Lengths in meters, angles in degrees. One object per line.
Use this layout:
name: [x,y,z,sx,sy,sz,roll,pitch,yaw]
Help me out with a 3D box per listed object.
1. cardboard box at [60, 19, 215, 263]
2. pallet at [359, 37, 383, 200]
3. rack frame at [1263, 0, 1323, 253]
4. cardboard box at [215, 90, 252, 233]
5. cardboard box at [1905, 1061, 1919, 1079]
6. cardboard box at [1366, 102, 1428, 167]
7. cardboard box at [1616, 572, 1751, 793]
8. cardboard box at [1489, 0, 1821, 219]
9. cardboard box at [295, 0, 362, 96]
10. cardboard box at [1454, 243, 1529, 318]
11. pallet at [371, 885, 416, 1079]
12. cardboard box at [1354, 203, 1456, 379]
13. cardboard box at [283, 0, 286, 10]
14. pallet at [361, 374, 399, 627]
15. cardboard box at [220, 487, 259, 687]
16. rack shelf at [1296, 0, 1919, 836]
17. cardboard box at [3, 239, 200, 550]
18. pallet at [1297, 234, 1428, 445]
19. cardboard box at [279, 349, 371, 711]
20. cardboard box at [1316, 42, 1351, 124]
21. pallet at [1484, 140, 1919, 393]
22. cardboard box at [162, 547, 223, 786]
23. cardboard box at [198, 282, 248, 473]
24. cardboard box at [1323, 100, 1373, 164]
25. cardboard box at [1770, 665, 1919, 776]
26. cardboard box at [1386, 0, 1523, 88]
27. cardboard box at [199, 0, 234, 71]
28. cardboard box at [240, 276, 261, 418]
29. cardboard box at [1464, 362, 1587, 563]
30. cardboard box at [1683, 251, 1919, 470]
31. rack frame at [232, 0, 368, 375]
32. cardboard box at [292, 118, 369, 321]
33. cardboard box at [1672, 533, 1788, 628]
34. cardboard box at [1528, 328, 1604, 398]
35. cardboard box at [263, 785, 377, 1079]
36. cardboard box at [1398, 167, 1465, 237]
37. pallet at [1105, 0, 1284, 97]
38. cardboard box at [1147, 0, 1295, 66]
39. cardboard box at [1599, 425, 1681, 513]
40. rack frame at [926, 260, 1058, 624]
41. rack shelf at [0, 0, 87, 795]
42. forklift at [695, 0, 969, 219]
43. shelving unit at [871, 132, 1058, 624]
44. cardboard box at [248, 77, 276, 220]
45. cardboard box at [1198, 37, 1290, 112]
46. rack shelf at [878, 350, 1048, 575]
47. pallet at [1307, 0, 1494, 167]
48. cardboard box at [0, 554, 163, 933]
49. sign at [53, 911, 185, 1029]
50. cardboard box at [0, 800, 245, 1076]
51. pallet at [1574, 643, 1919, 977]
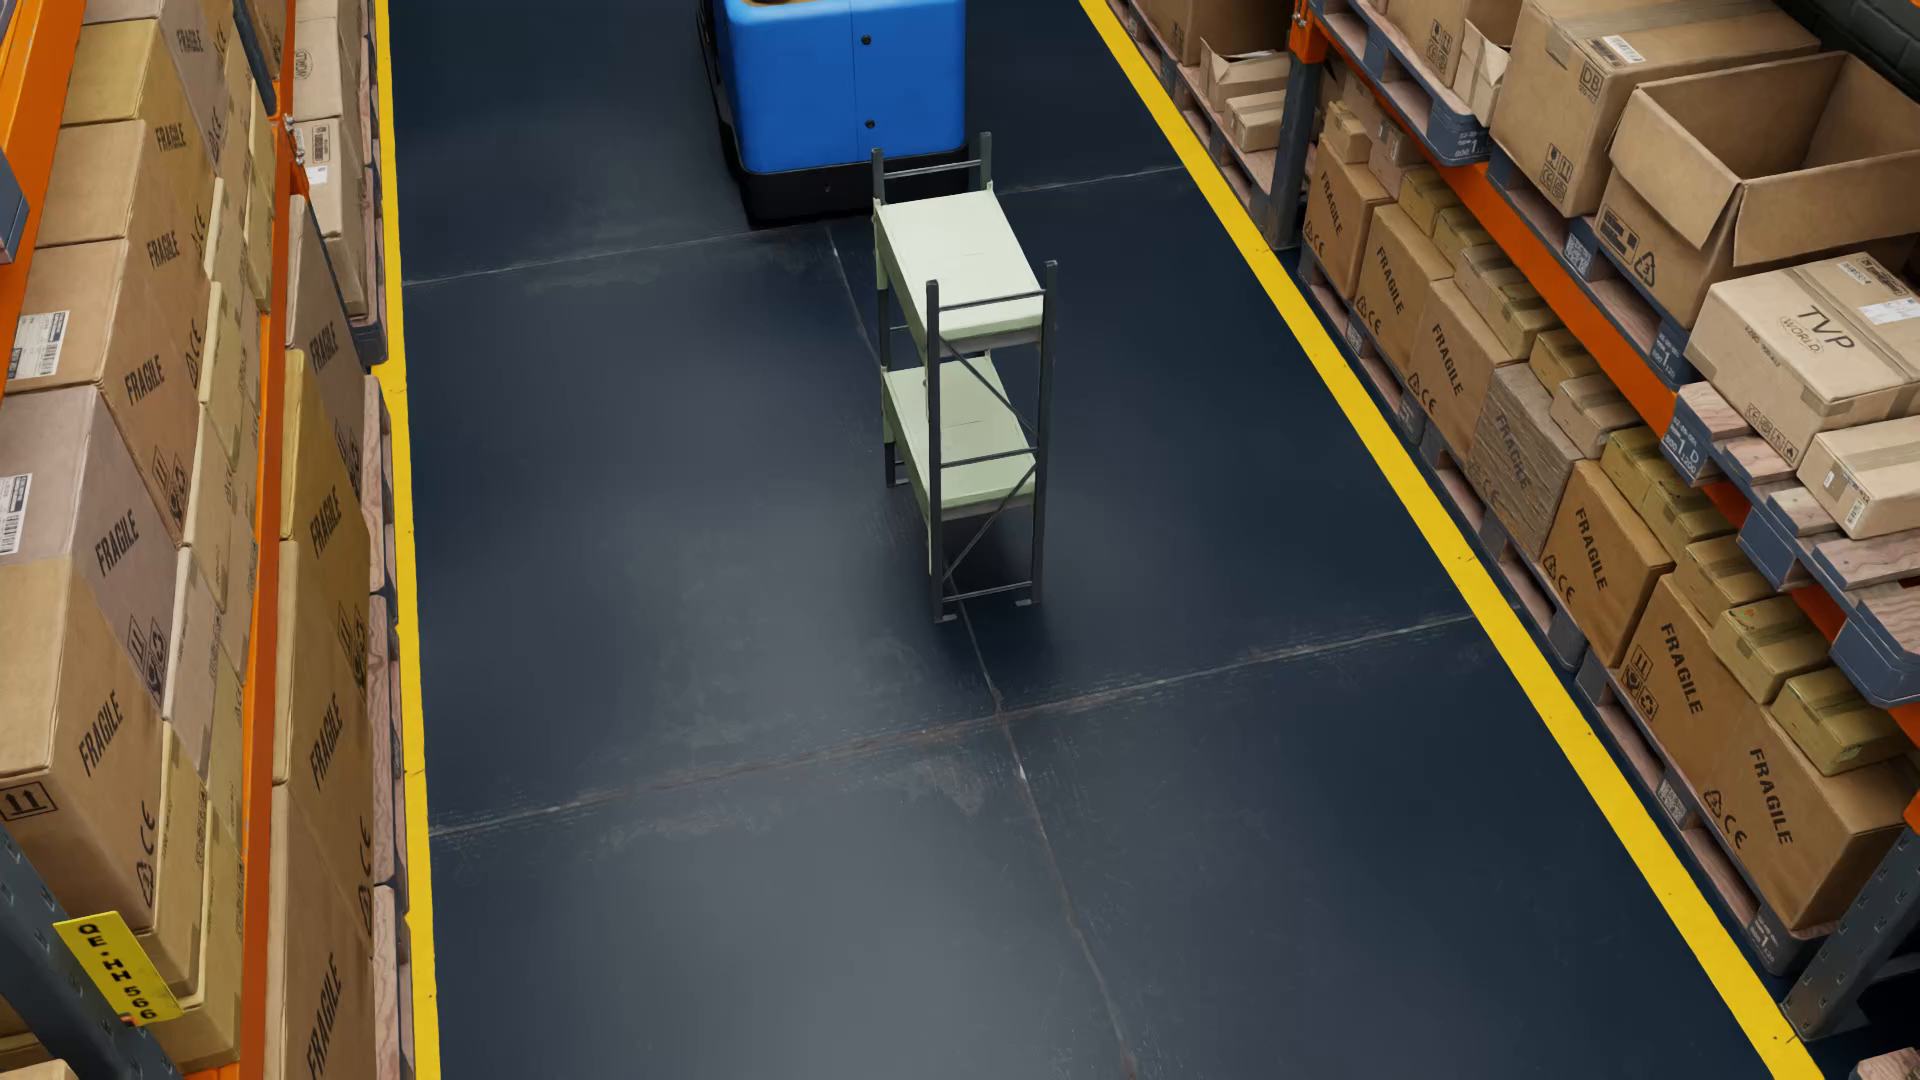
cardboard box: [-2.305,-0.988,4.348,0.500,0.500,0.500,-9,46,-9]
pallet: [-3.348,-1.982,8.045,1.003,0.211,1.213,-11,47,-10]
rack frame: [1.885,-2.485,6.585,1.000,3.000,0.127,-11,47,-10]
cardboard box: [-2.430,-1.094,4.977,0.500,0.250,0.500,-10,46,-9]
cardboard box: [3.055,1.394,4.153,0.875,0.625,0.625,-9,46,-9]
cardboard box: [1.832,-1.621,6.533,0.380,0.149,0.250,-13,47,-12]
cardboard box: [2.475,0.404,5.210,0.500,0.500,0.500,-11,47,-11]
cardboard box: [2.126,-1.393,5.151,0.700,0.500,0.500,-11,47,-11]
cardboard box: [-3.429,-2.519,8.119,0.875,0.438,0.875,-10,46,-9]
cardboard box: [2.053,-0.970,6.102,0.380,0.149,0.250,-11,47,-10]
pallet: [-2.018,1.605,4.530,1.003,0.211,1.213,-11,47,-10]
cardboard box: [1.937,-1.016,6.602,0.500,0.500,0.500,-11,47,-11]
cardboard box: [-2.905,-2.330,6.363,0.500,0.500,0.500,-10,47,-10]
pallet: [-2.642,-0.080,6.181,1.003,0.211,1.213,-11,47,-10]
cardboard box: [-2.048,0.141,4.117,0.500,0.250,0.500,-9,46,-9]
rack shelf: [2.397,-0.853,5.489,1.077,0.370,4.000,-11,47,-10]
cardboard box: [-2.032,-0.284,3.658,0.500,0.500,0.500,-9,46,-9]
pallet: [2.129,-0.954,7.038,1.003,0.211,1.213,-11,47,-10]
cardboard box: [-2.438,0.057,5.287,0.875,0.875,0.875,-9,46,-9]
cardboard box: [1.944,-2.190,7.885,0.500,0.311,0.500,-9,46,-9]
pallet: [2.406,-0.998,5.262,1.003,0.211,1.213,-11,47,-10]
cardboard box: [-1.911,0.312,3.599,0.500,0.250,0.500,-10,46,-9]
cardboard box: [-2.144,-0.387,4.284,0.500,0.250,0.500,-10,46,-10]
cardboard box: [1.719,-1.688,6.806,0.380,0.149,0.250,-9,46,-8]
cardboard box: [2.537,0.483,4.679,0.380,0.149,0.250,-13,47,-12]
cardboard box: [1.925,-1.935,5.682,0.700,0.500,0.500,-10,46,-10]
cardboard box: [-2.556,-1.697,5.043,0.500,0.500,0.500,-9,46,-9]
cardboard box: [-2.314,-0.555,4.799,0.500,0.250,0.500,-12,47,-11]
cardboard box: [2.187,-0.312,5.911,0.500,0.500,0.500,-12,47,-12]
cardboard box: [2.326,-0.487,4.438,0.500,0.250,0.500,-13,47,-12]
rack frame: [-2.913,-1.575,5.693,1.000,3.000,0.127,-11,47,-10]
cardboard box: [-2.970,-1.278,6.902,0.875,0.438,0.875,-11,47,-11]
cardboard box: [2.413,0.110,5.044,0.380,0.149,0.250,-12,47,-12]
cardboard box: [2.211,-0.617,5.756,0.380,0.149,0.250,-11,47,-10]
cardboard box: [-1.985,1.291,4.078,0.875,0.875,0.875,-11,47,-11]
cardboard box: [1.942,-1.336,6.461,0.380,0.149,0.250,-13,47,-12]
pallet: [1.394,-2.827,8.873,1.003,0.211,1.213,-11,47,-10]
cardboard box: [1.373,-2.765,8.316,0.700,0.500,0.500,-12,47,-12]
cardboard box: [2.325,-0.253,5.399,0.380,0.149,0.250,-11,47,-11]
rack frame: [0.095,-0.268,5.462,0.400,1.500,0.023,-11,47,-10]
rack shelf: [-2.401,-0.992,3.526,1.077,0.370,4.000,-11,47,-10]
forklift: [-0.776,-3.559,7.685,1.130,2.935,3.031,-9,46,-9]
shelving unit: [0.002,-0.520,5.710,0.431,1.500,0.755,-11,47,-10]
cardboard box: [-2.554,-1.259,5.489,0.500,0.250,0.500,-12,47,-11]
cardboard box: [1.367,-2.253,7.978,0.396,0.266,0.258,-9,46,-9]
rack shelf: [0.002,-0.292,5.943,0.431,0.370,0.720,-11,47,-10]
pallet: [1.984,-1.846,6.094,1.003,0.211,1.213,-11,47,-10]
cardboard box: [-1.779,0.416,2.972,0.500,0.500,0.500,-12,47,-12]
sign: [-1.366,0.703,2.705,0.100,0.325,0.005,-11,47,-10]
cardboard box: [-1.771,0.855,3.417,0.500,0.250,0.500,-11,47,-11]
pallet: [2.754,0.730,5.387,1.003,0.211,1.213,-11,47,-10]
